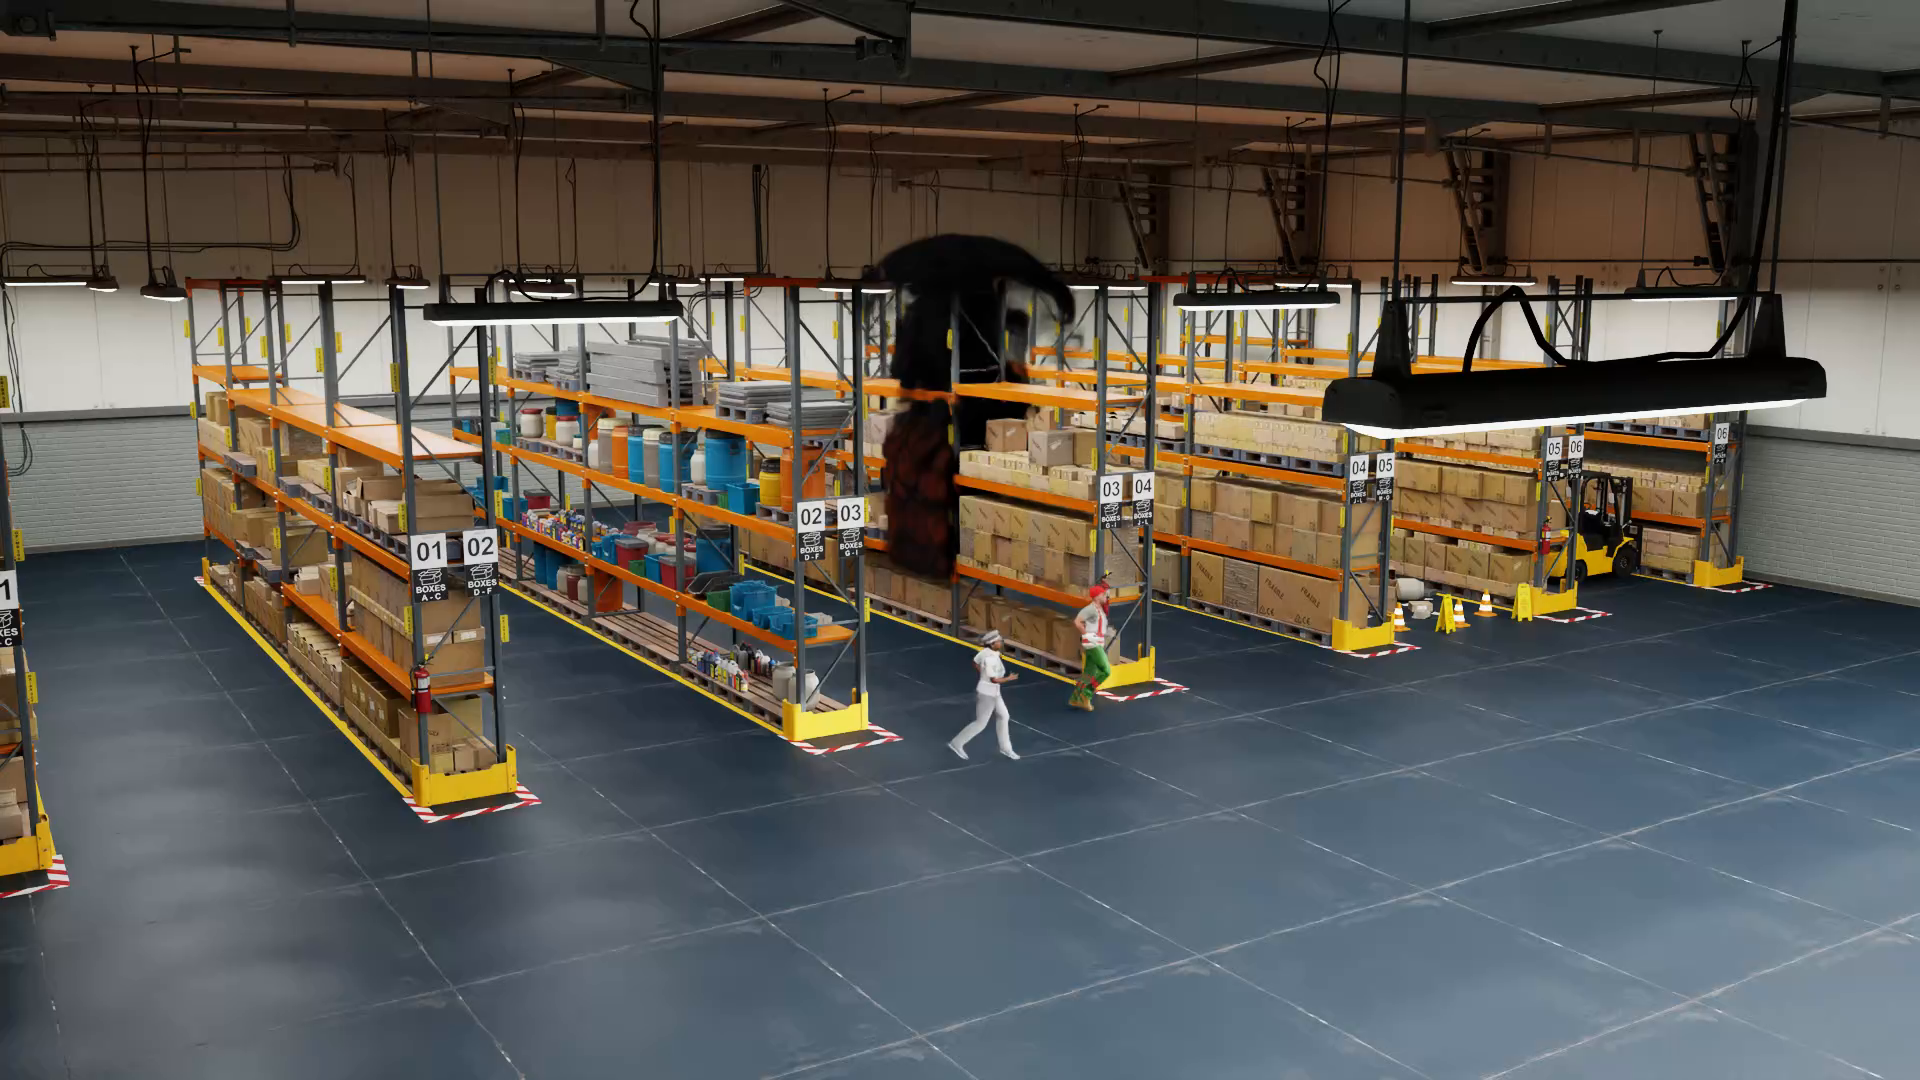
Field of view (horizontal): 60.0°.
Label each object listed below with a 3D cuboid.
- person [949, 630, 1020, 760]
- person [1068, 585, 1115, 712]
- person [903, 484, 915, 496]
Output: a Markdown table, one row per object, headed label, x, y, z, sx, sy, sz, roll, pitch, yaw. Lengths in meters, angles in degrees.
| label | x | y | z | sx | sy | sz | roll | pitch | yaw |
| --- | --- | --- | --- | --- | --- | --- | --- | --- | --- |
| person | 0.315 | 1.981 | 21.150 | 0.924 | 1.733 | 0.589 | 0 | 10 | -1 |
| person | 1.893 | 1.522 | 23.709 | 0.628 | 1.758 | 0.658 | 2 | 10 | 12 |
| person | -1.358 | -1.602 | 42.535 | 0.742 | 1.713 | 0.560 | -7 | 12 | -36 |
